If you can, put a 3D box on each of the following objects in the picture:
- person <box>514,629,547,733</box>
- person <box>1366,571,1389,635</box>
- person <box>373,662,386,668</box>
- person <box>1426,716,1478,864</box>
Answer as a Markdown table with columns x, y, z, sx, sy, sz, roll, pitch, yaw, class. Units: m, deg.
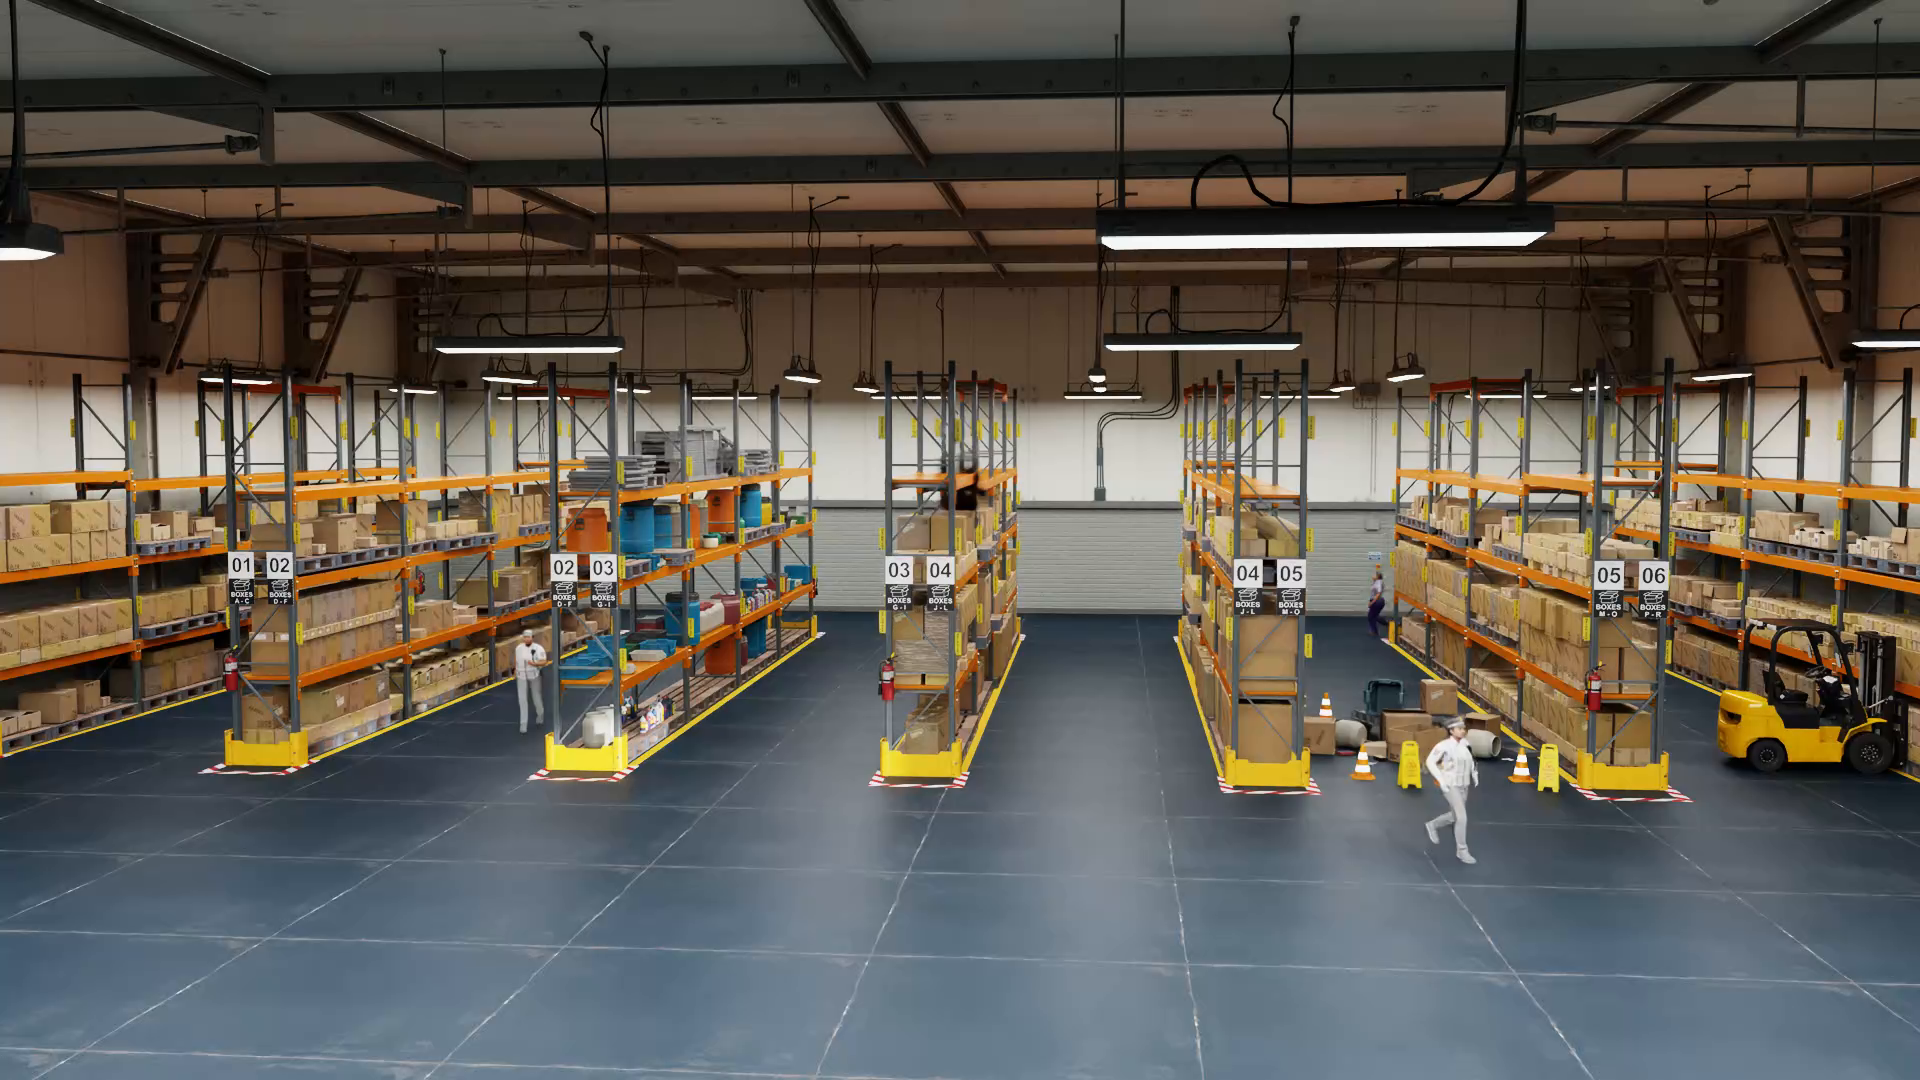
| x | y | z | sx | sy | sz | roll | pitch | yaw | class |
| --- | --- | --- | --- | --- | --- | --- | --- | --- | --- |
| -7.190 | 2.318 | 27.830 | 0.599 | 1.668 | 0.937 | 0 | 4 | -2 | person |
| 10.196 | 1.549 | 40.468 | 0.584 | 1.586 | 0.685 | 1 | 4 | 15 | person |
| -11.384 | 2.009 | 32.353 | 0.707 | 1.724 | 0.668 | 0 | 4 | 0 | person |
| 5.775 | 2.890 | 19.551 | 0.632 | 1.694 | 0.818 | -2 | 4 | -32 | person |
